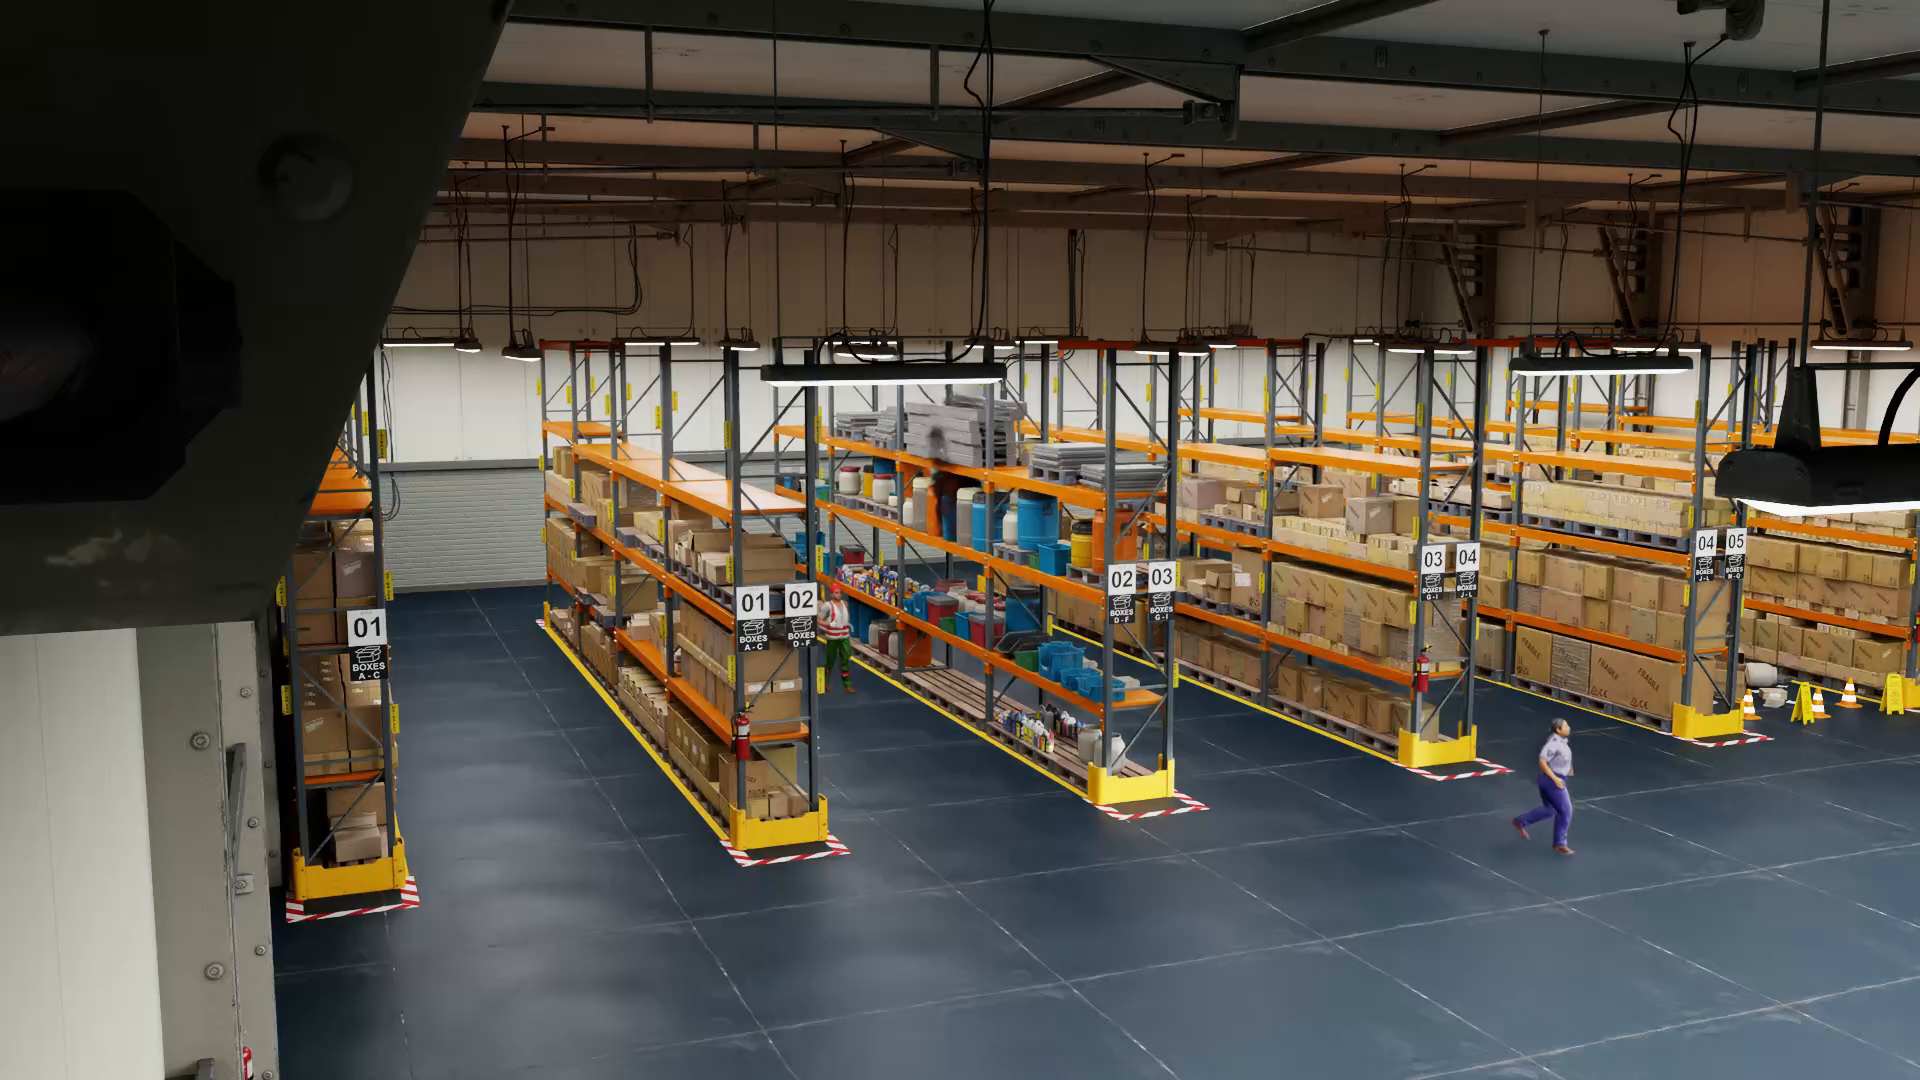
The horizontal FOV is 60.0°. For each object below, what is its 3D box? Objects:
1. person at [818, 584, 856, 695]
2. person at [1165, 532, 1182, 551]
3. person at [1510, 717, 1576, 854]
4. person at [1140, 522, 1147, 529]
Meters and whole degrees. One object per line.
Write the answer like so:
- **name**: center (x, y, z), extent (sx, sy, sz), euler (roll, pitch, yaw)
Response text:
- **person**: center (-1.980, 1.622, 27.059), extent (0.658, 1.824, 0.939), euler (-5, 9, -34)
- **person**: center (5.369, 0.150, 41.348), extent (0.861, 1.565, 0.540), euler (-4, 9, -29)
- **person**: center (7.052, 2.945, 20.028), extent (0.776, 1.661, 0.602), euler (3, 8, 20)
- **person**: center (4.306, 0.423, 39.201), extent (0.613, 1.684, 0.635), euler (0, 7, -3)
